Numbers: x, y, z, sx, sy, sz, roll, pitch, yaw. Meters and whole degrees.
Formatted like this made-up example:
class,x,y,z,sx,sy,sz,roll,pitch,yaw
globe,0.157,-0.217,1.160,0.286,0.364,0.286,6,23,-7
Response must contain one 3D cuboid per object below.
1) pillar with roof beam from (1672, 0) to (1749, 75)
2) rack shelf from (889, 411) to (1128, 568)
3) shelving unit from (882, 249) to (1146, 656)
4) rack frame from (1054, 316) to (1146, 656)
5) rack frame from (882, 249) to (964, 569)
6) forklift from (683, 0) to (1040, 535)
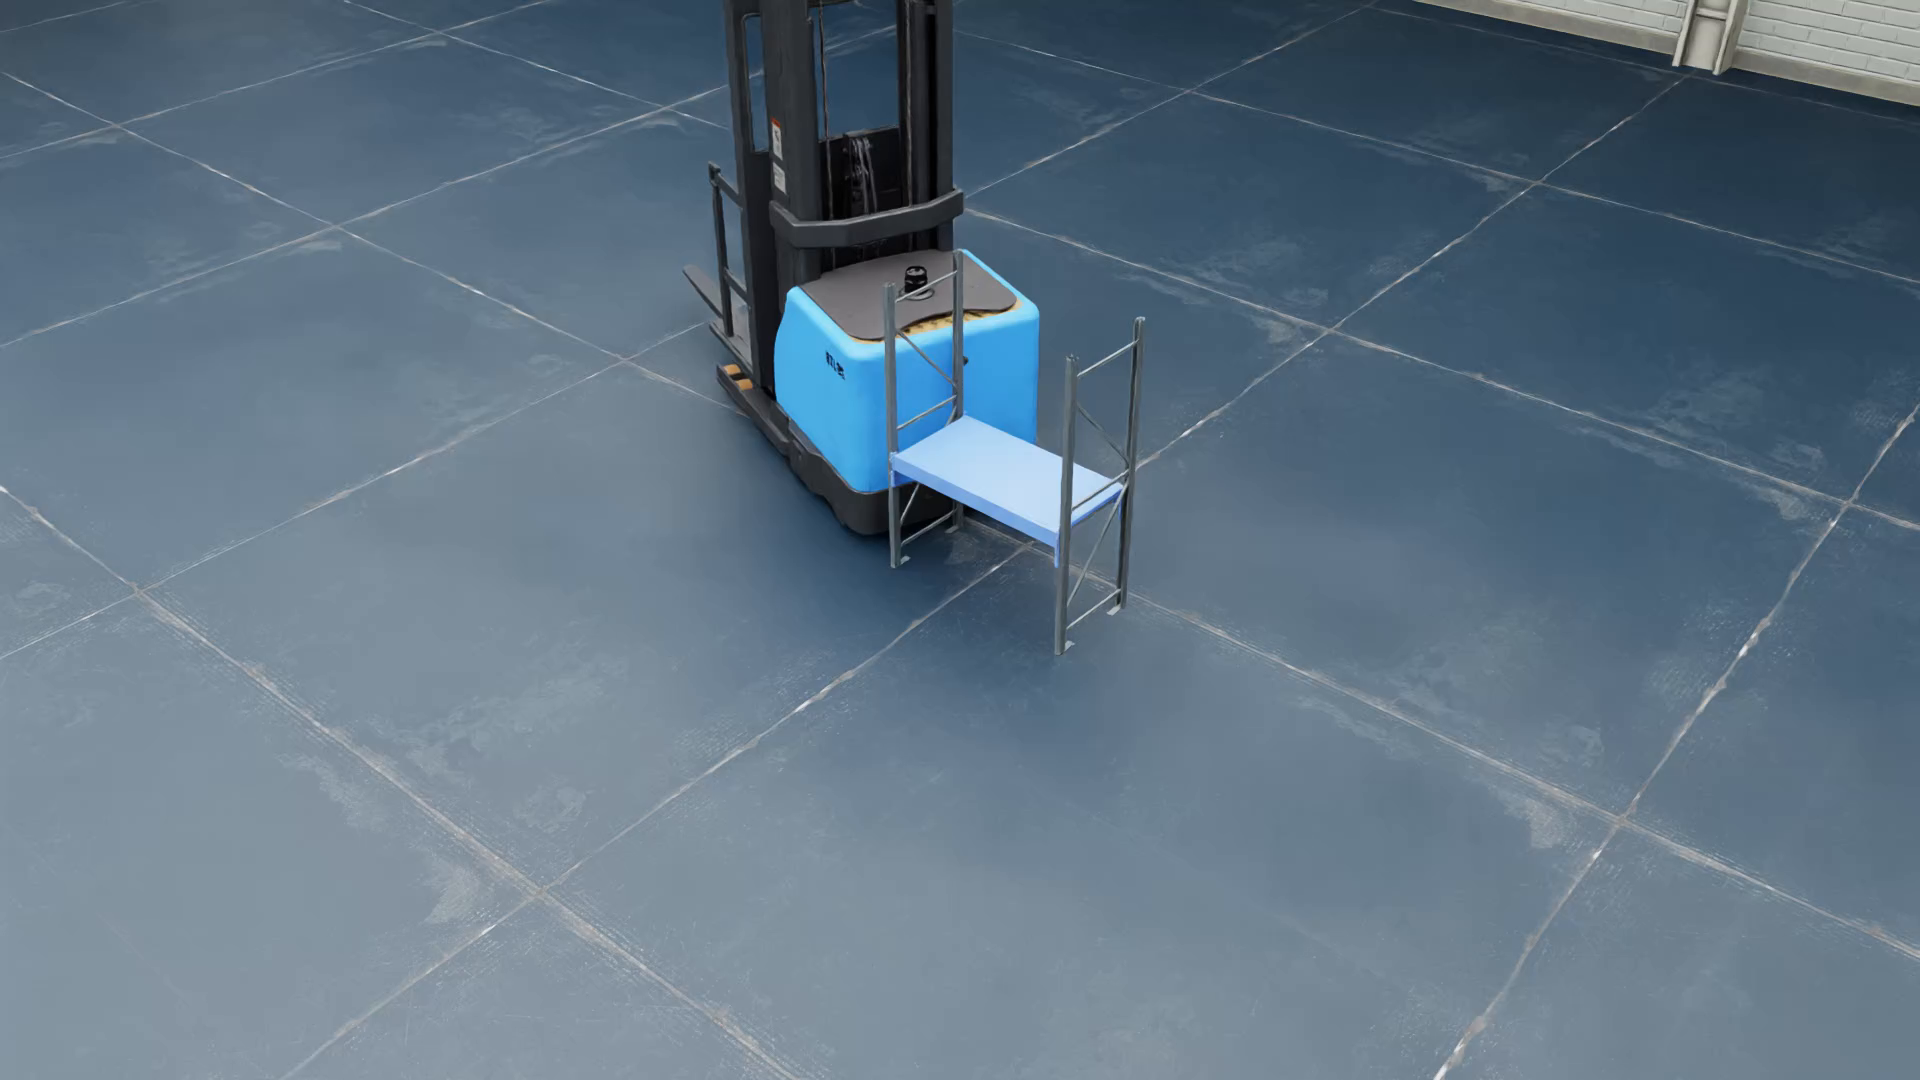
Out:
class,x,y,z,sx,sy,sz,roll,pitch,yaw
pillar with roof beam,3.538,-5.862,8.836,0.400,9.000,9.100,25,42,32
rack shelf,0.220,-0.249,7.606,1.000,0.185,0.538,27,43,33
shelving unit,0.220,-0.398,7.504,1.048,1.500,0.538,27,43,33
rack frame,0.601,-0.207,7.226,0.032,1.500,0.500,27,43,33
rack frame,-0.160,-0.588,7.782,0.032,1.500,0.500,27,43,33
forklift,-0.726,-2.051,8.647,1.130,2.935,3.031,-16,38,-22
